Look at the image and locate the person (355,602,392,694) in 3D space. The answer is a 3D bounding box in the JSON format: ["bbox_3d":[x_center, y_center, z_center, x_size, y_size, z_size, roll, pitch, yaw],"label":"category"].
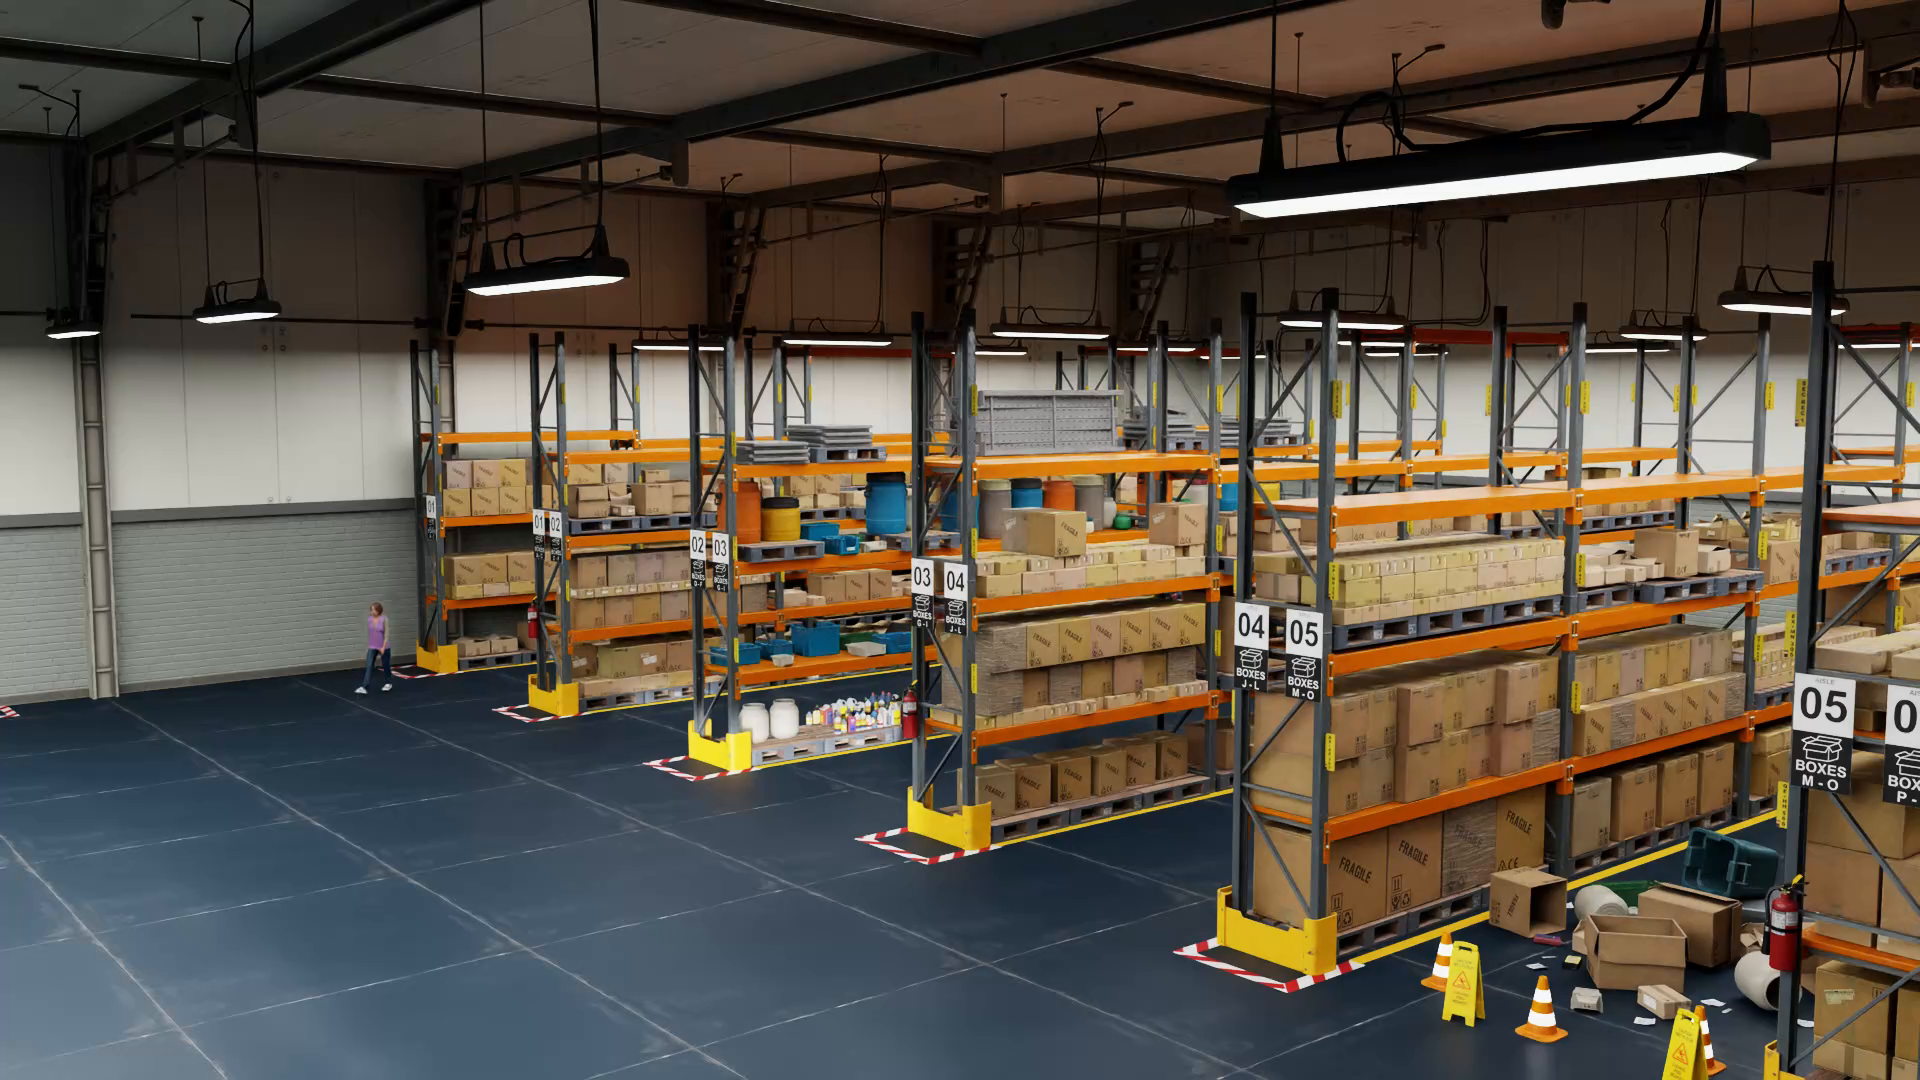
[{"bbox_3d":[-9.754,1.805,27.772,0.451,1.538,0.993,0,5,-3],"label":"person"}]
